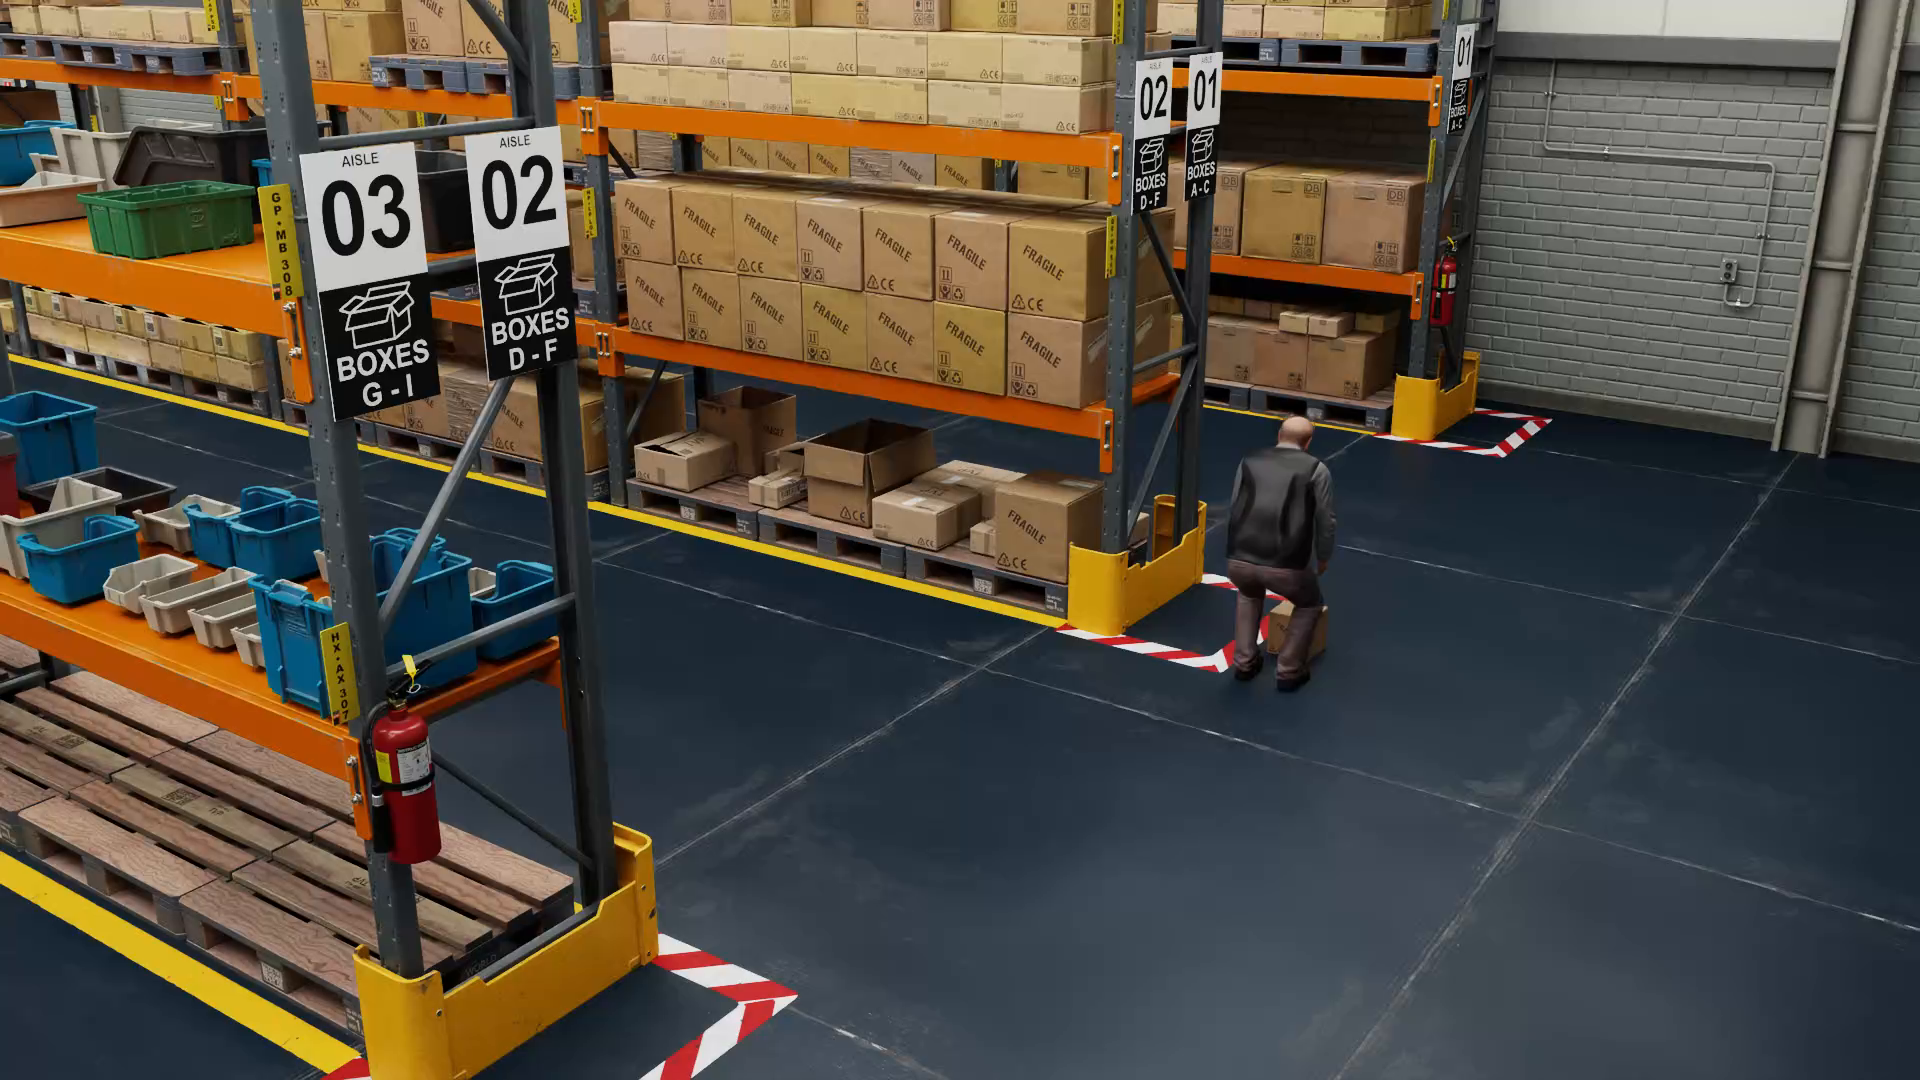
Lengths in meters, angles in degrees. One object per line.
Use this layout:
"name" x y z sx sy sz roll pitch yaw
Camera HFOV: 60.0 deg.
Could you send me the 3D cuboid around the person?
"person" 1.668 0.079 8.867 0.591 1.404 0.709 12 23 30
